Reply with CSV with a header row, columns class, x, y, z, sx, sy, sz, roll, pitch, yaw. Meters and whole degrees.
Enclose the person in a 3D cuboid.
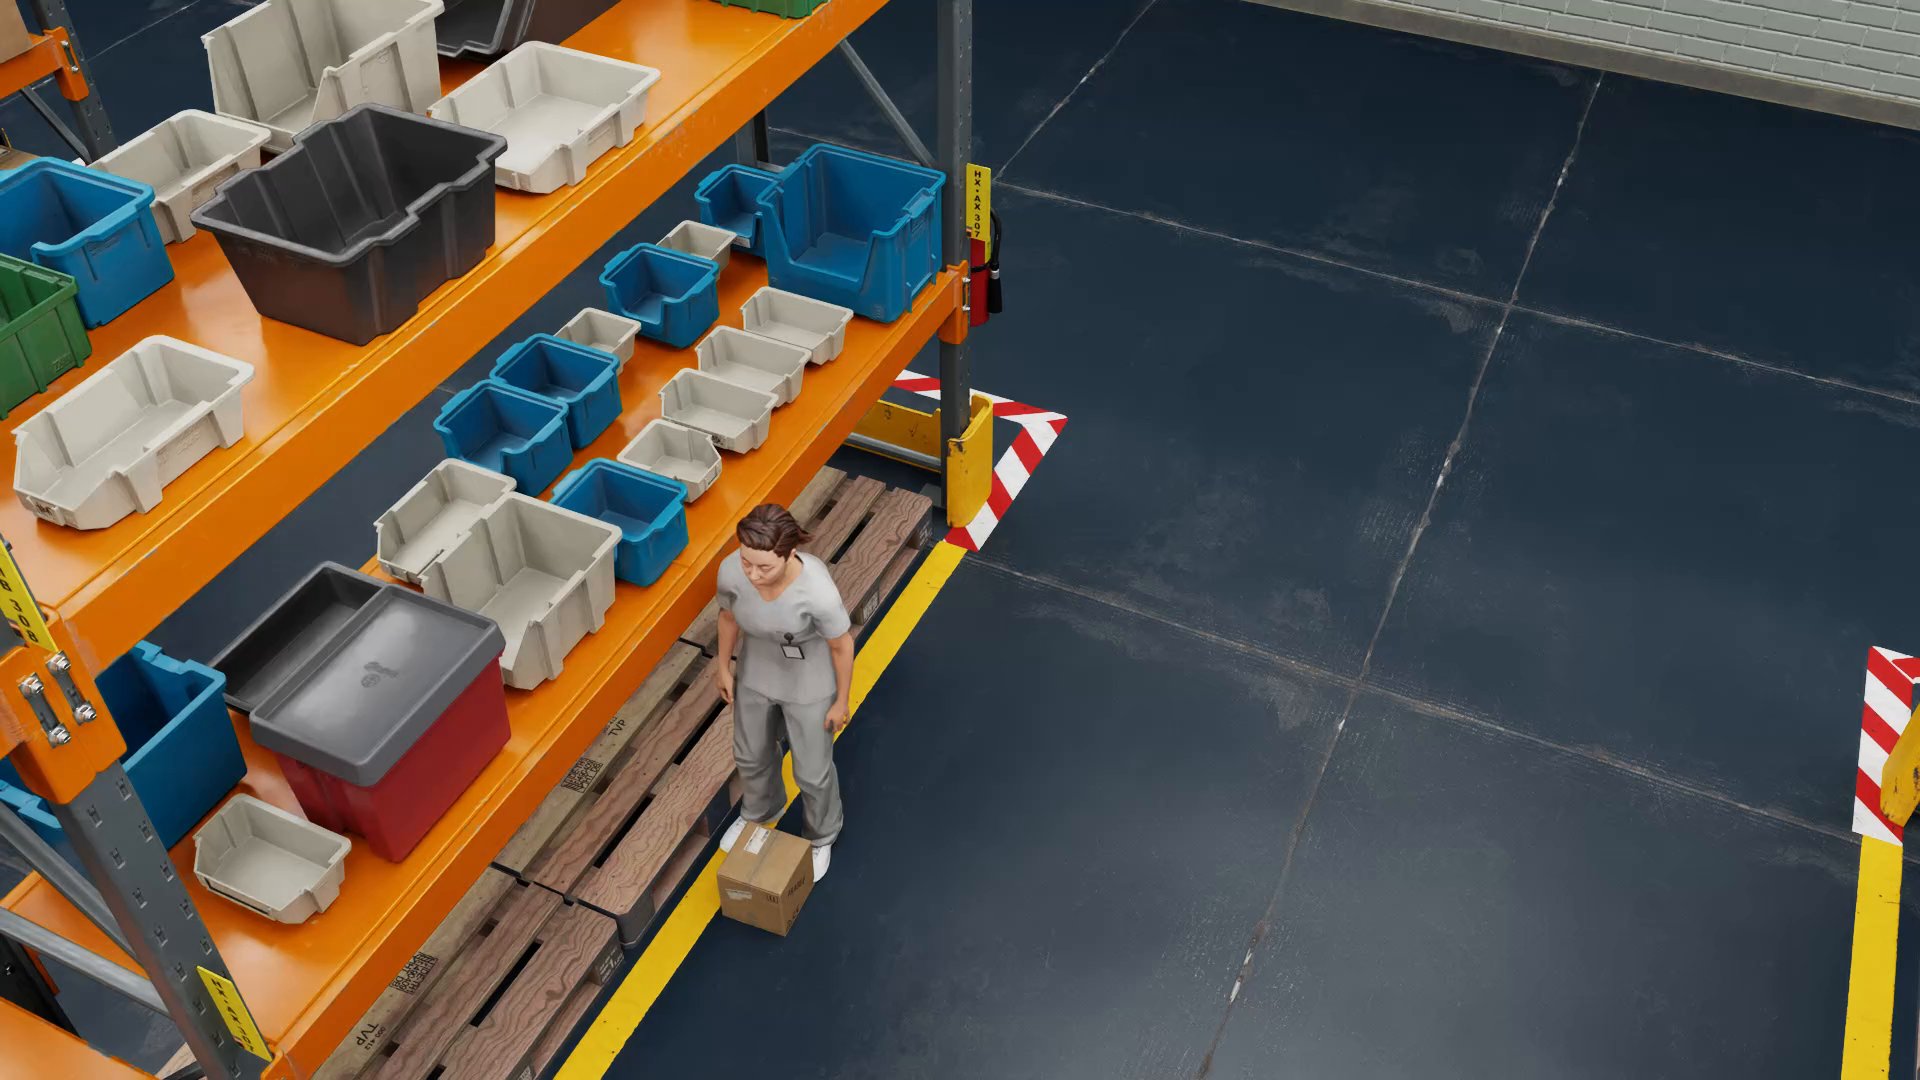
class,x,y,z,sx,sy,sz,roll,pitch,yaw
person,-0.601,0.495,5.615,0.513,1.671,0.365,15,44,16
